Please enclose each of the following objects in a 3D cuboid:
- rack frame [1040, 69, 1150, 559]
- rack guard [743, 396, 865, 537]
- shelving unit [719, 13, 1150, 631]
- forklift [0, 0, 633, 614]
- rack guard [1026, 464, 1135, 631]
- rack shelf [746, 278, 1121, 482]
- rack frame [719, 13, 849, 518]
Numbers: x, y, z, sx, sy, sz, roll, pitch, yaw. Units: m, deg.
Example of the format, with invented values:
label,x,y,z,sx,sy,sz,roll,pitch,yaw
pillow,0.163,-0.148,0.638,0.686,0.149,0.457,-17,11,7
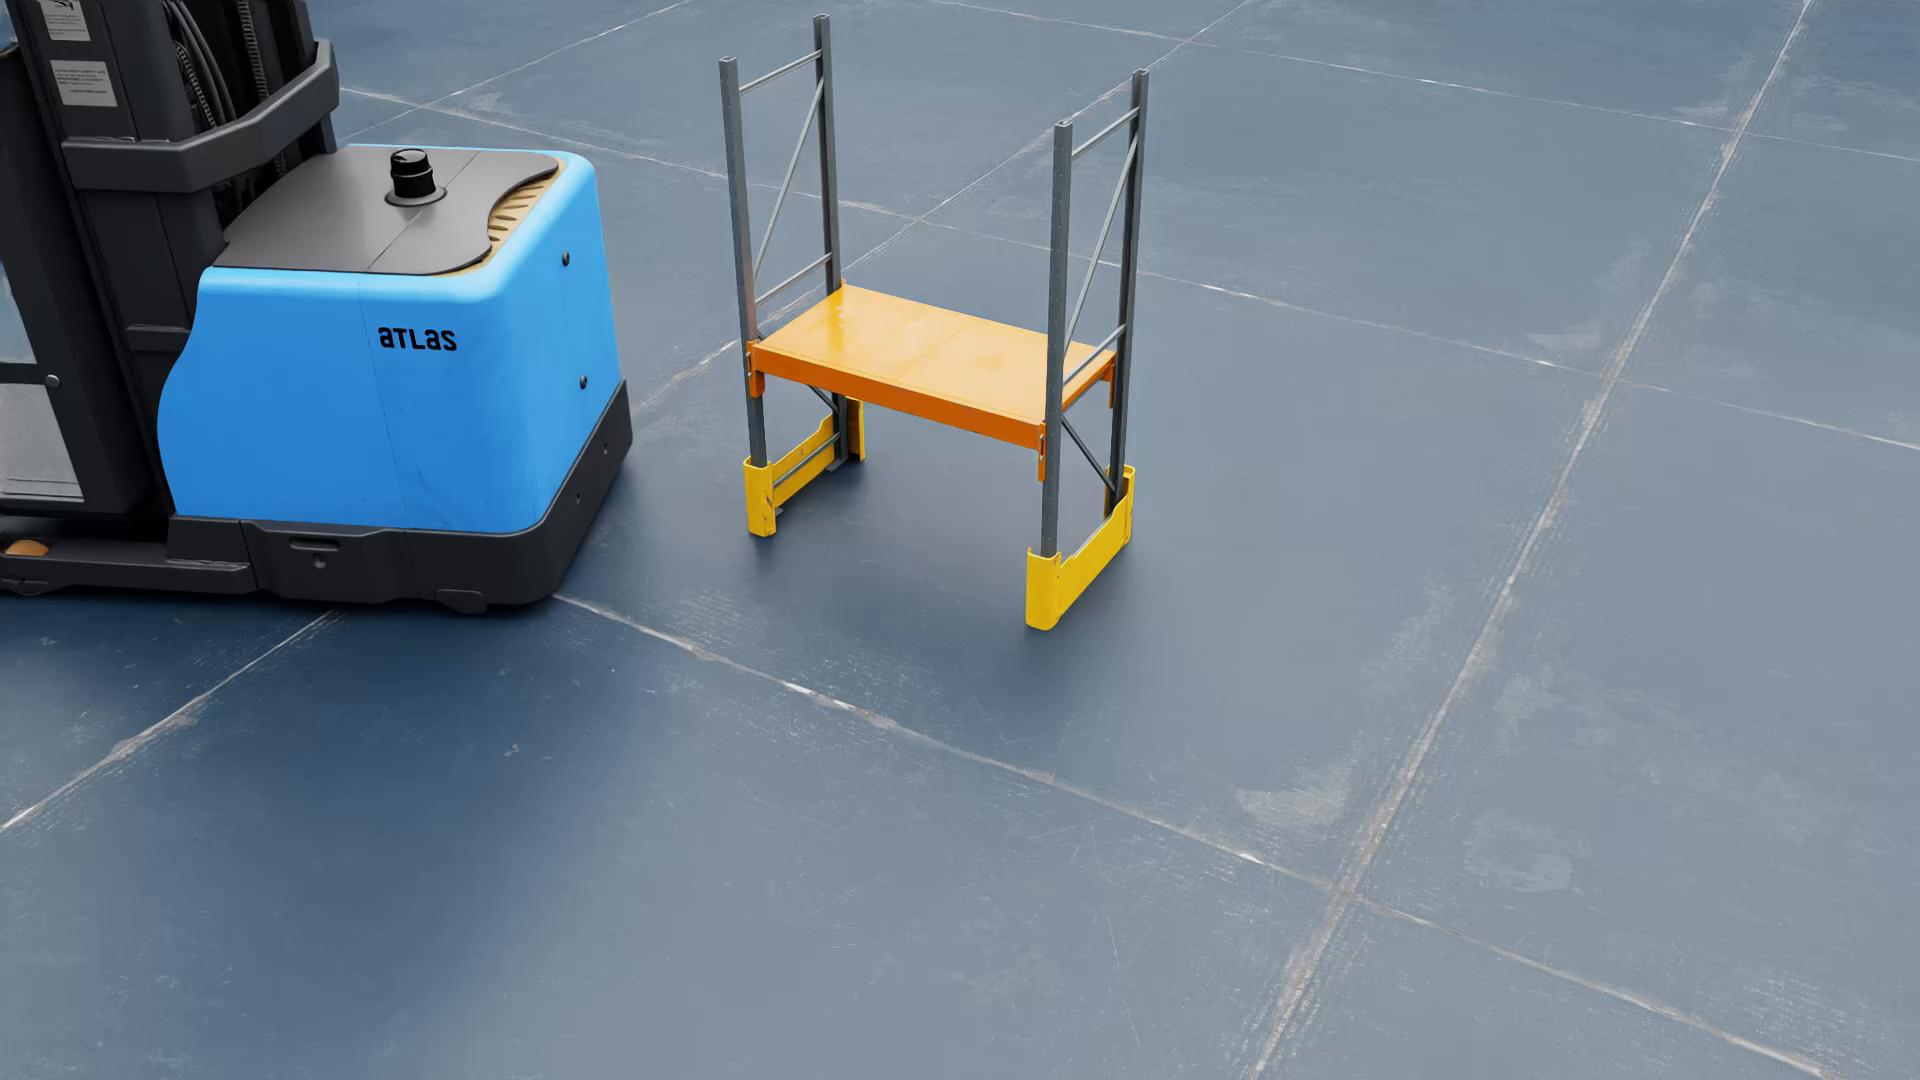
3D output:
label,x,y,z,sx,sy,sz,roll,pitch,yaw
rack frame,0.367,-0.508,4.660,0.032,1.500,0.500,18,37,24
rack guard,-0.499,-0.262,5.418,0.087,0.250,0.587,18,37,24
shelving unit,-0.066,-0.645,4.866,1.083,1.500,0.587,18,37,24
forklift,-2.655,-1.340,4.618,3.031,2.935,1.130,3,34,5
rack guard,0.366,0.012,5.007,0.087,0.250,0.587,18,37,24
rack shelf,-0.074,-0.498,4.969,1.000,0.185,0.538,18,37,24
rack frame,-0.515,-0.788,5.079,0.032,1.500,0.500,18,37,24
